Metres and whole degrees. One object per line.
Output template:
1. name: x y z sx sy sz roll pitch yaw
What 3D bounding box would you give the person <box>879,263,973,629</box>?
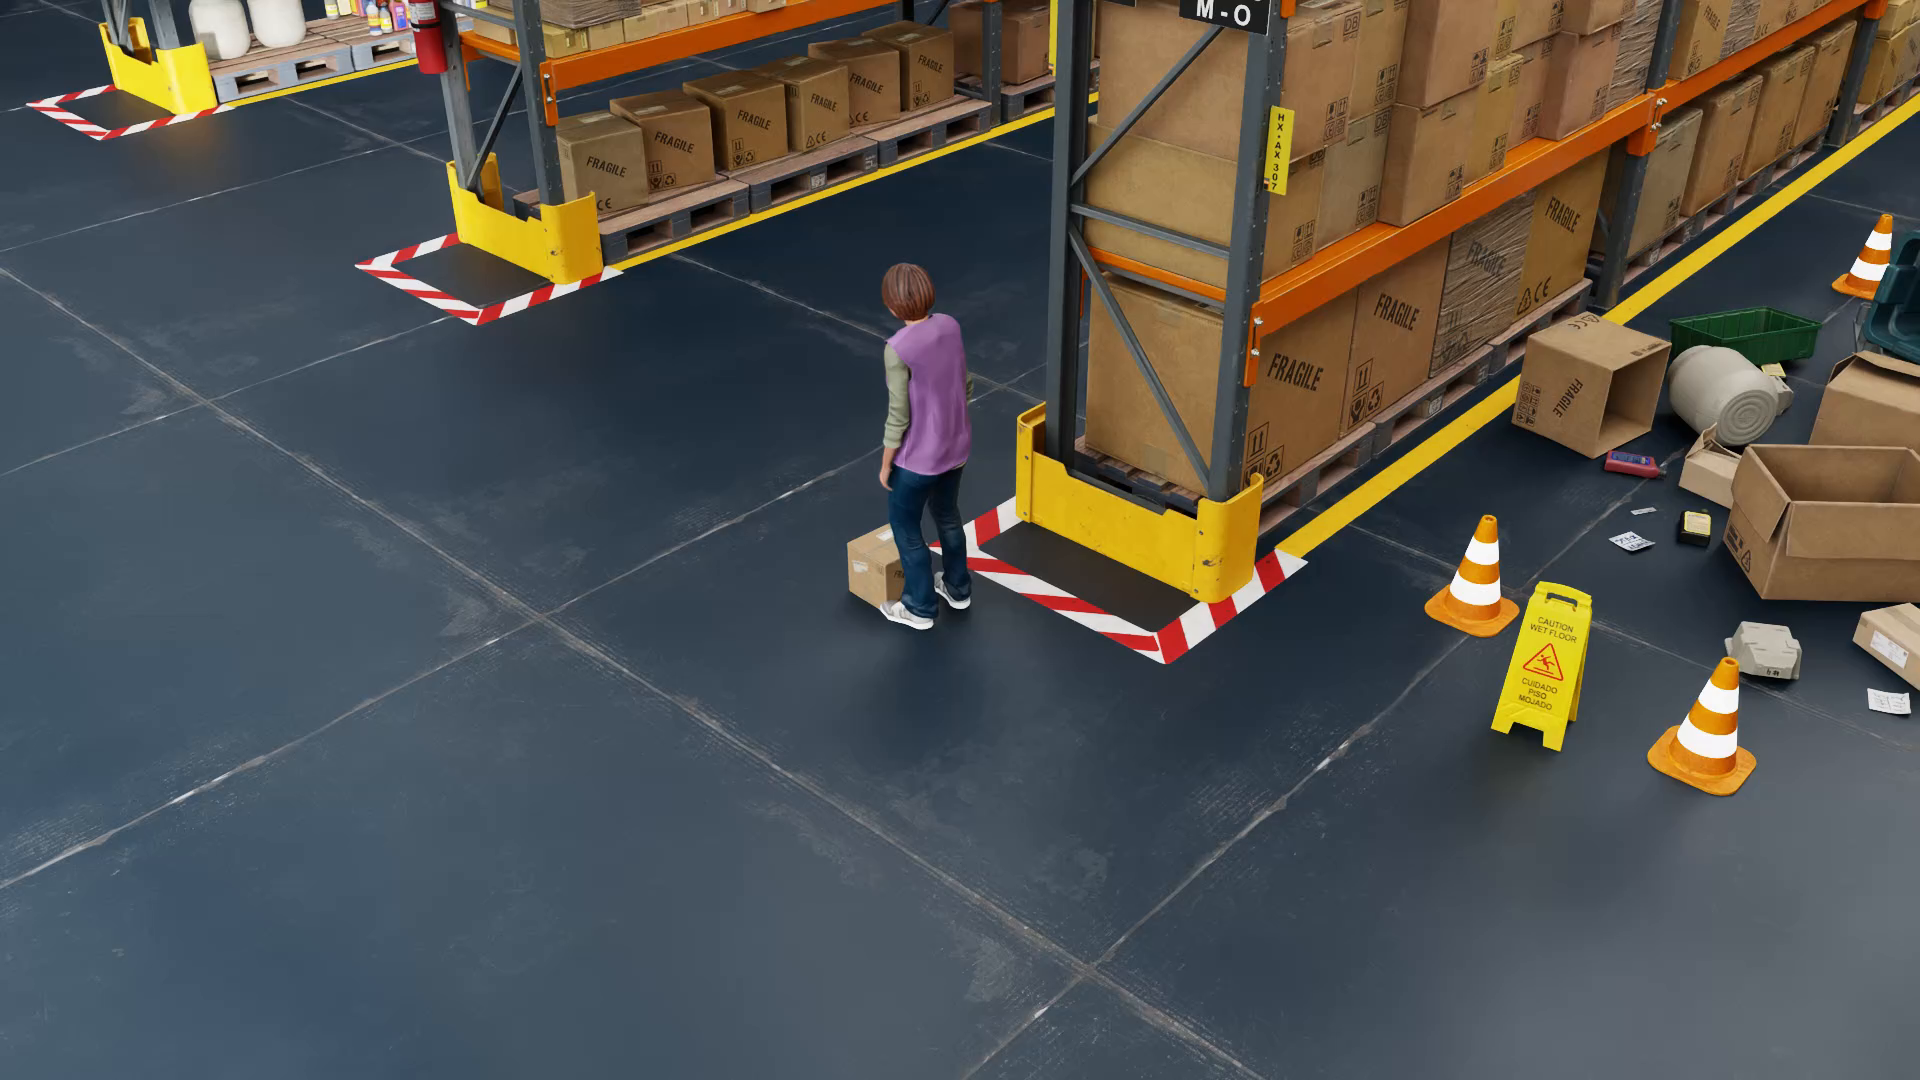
1. person: -0.138 -0.357 6.724 0.345 1.592 0.477 27 41 36
